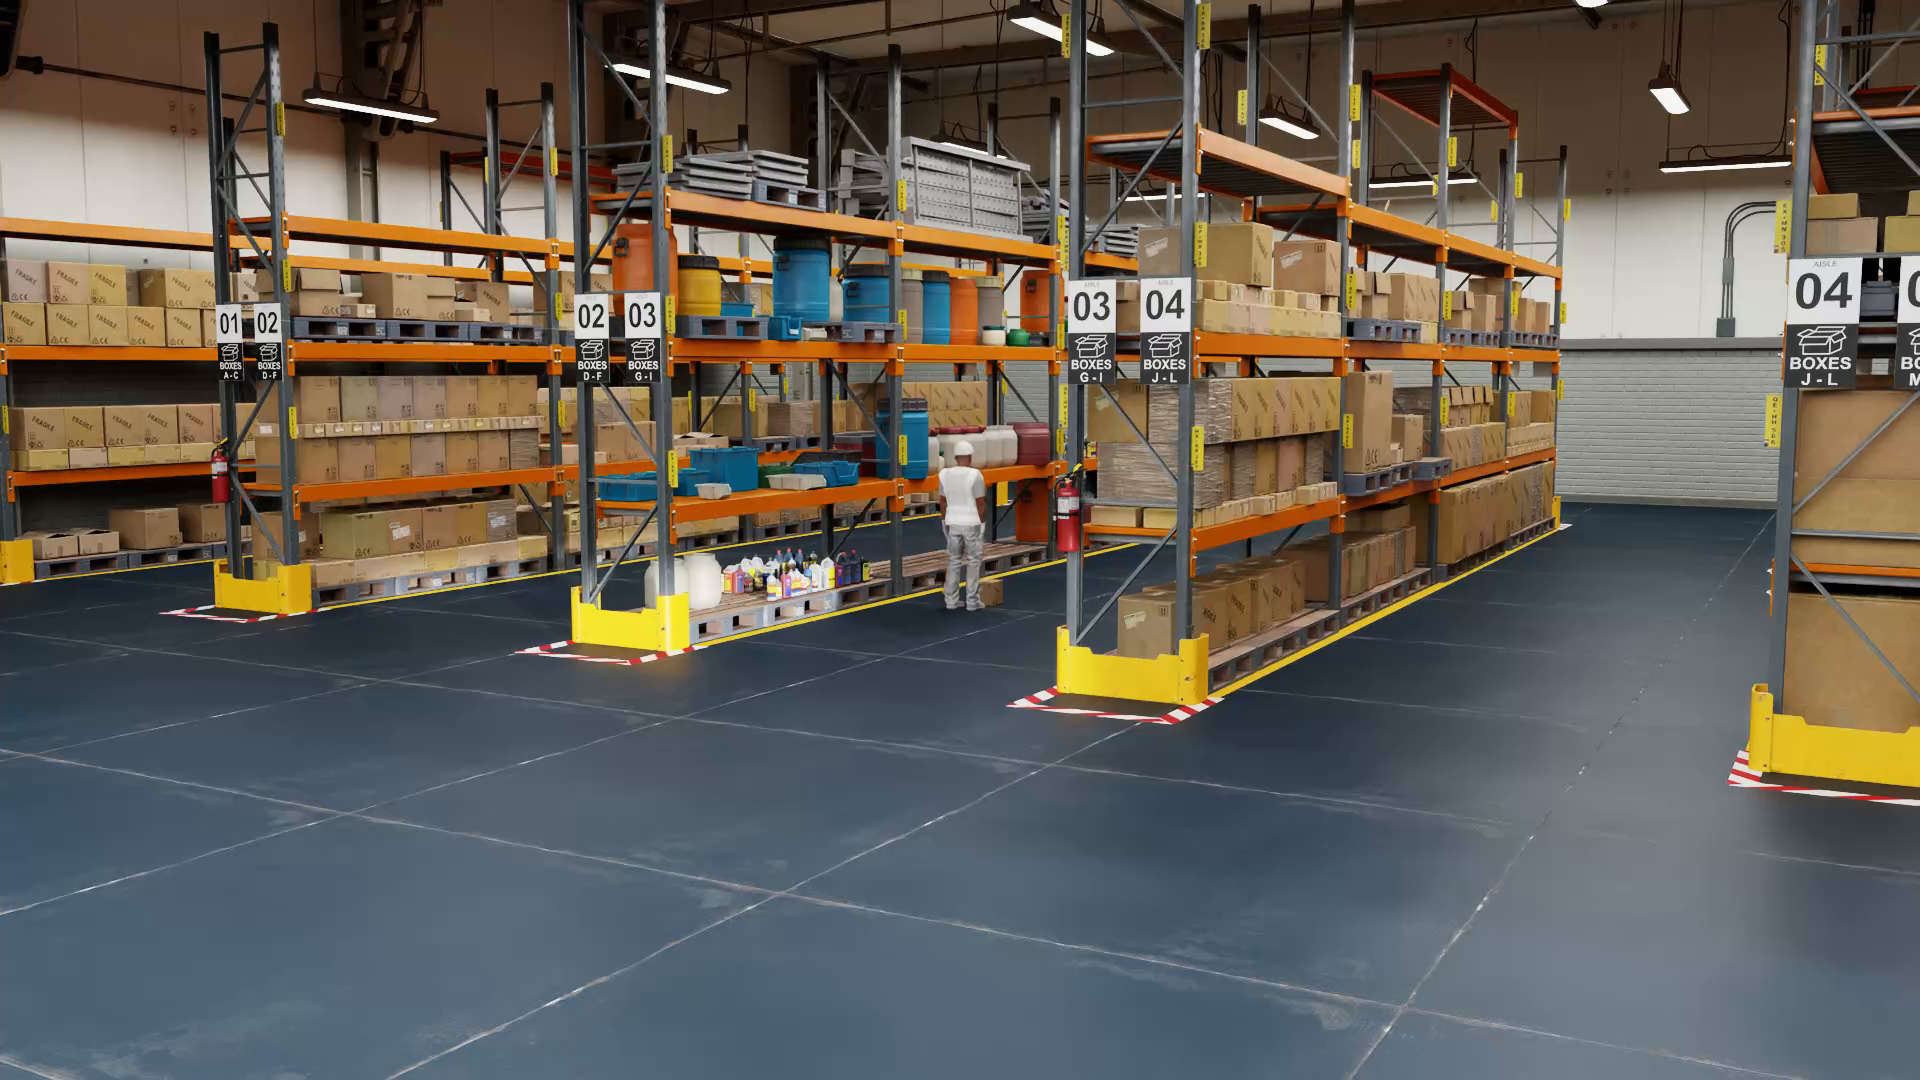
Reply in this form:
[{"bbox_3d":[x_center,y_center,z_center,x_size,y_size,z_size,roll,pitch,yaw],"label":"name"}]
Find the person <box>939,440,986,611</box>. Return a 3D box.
[{"bbox_3d":[0.042,-0.156,17.500,0.545,1.782,0.359,3,7,30],"label":"person"}]
